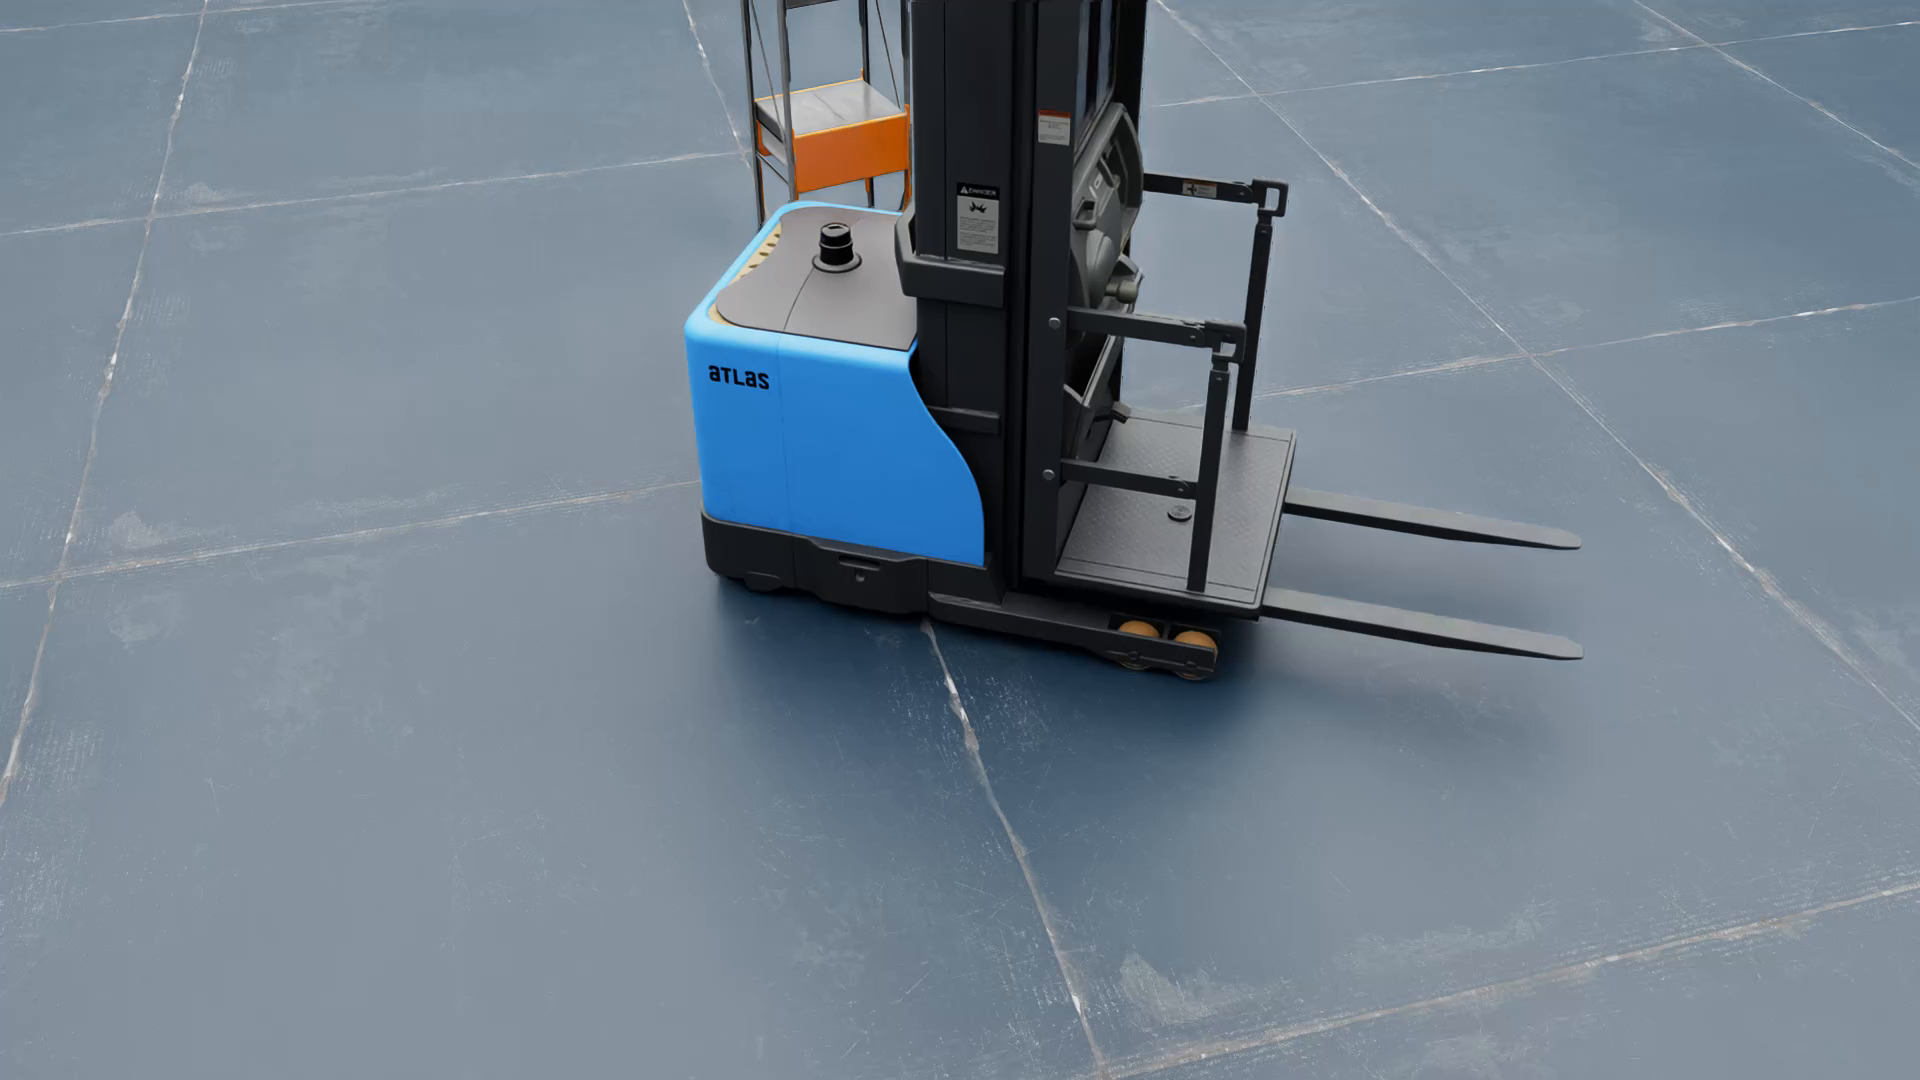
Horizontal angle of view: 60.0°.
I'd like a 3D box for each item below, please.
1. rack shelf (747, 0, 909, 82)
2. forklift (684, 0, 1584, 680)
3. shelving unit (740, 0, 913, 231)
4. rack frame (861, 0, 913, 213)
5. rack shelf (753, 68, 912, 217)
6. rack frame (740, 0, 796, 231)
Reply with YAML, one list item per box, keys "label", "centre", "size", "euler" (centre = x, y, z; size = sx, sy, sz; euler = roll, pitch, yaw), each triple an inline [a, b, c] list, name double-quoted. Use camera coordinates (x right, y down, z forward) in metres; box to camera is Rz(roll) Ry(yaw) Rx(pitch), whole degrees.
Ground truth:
- label: "rack shelf"
  centre: [-0.498, -2.028, 6.043]
  size: [0.480, 0.518, 0.431]
  euler: [-18, 41, -22]
- label: "forklift"
  centre: [0.654, -1.051, 5.212]
  size: [3.031, 2.935, 1.130]
  euler: [10, 38, 13]
- label: "shelving unit"
  centre: [-0.498, -1.483, 6.460]
  size: [0.503, 2.100, 0.431]
  euler: [-18, 41, -22]
- label: "rack frame"
  centre: [-0.282, -1.552, 6.551]
  size: [0.015, 2.100, 0.400]
  euler: [-18, 41, -22]
- label: "rack shelf"
  centre: [-0.498, -1.472, 6.468]
  size: [0.480, 0.518, 0.431]
  euler: [-18, 41, -22]
- label: "rack frame"
  centre: [-0.713, -1.413, 6.369]
  size: [0.015, 2.100, 0.400]
  euler: [-18, 41, -22]
